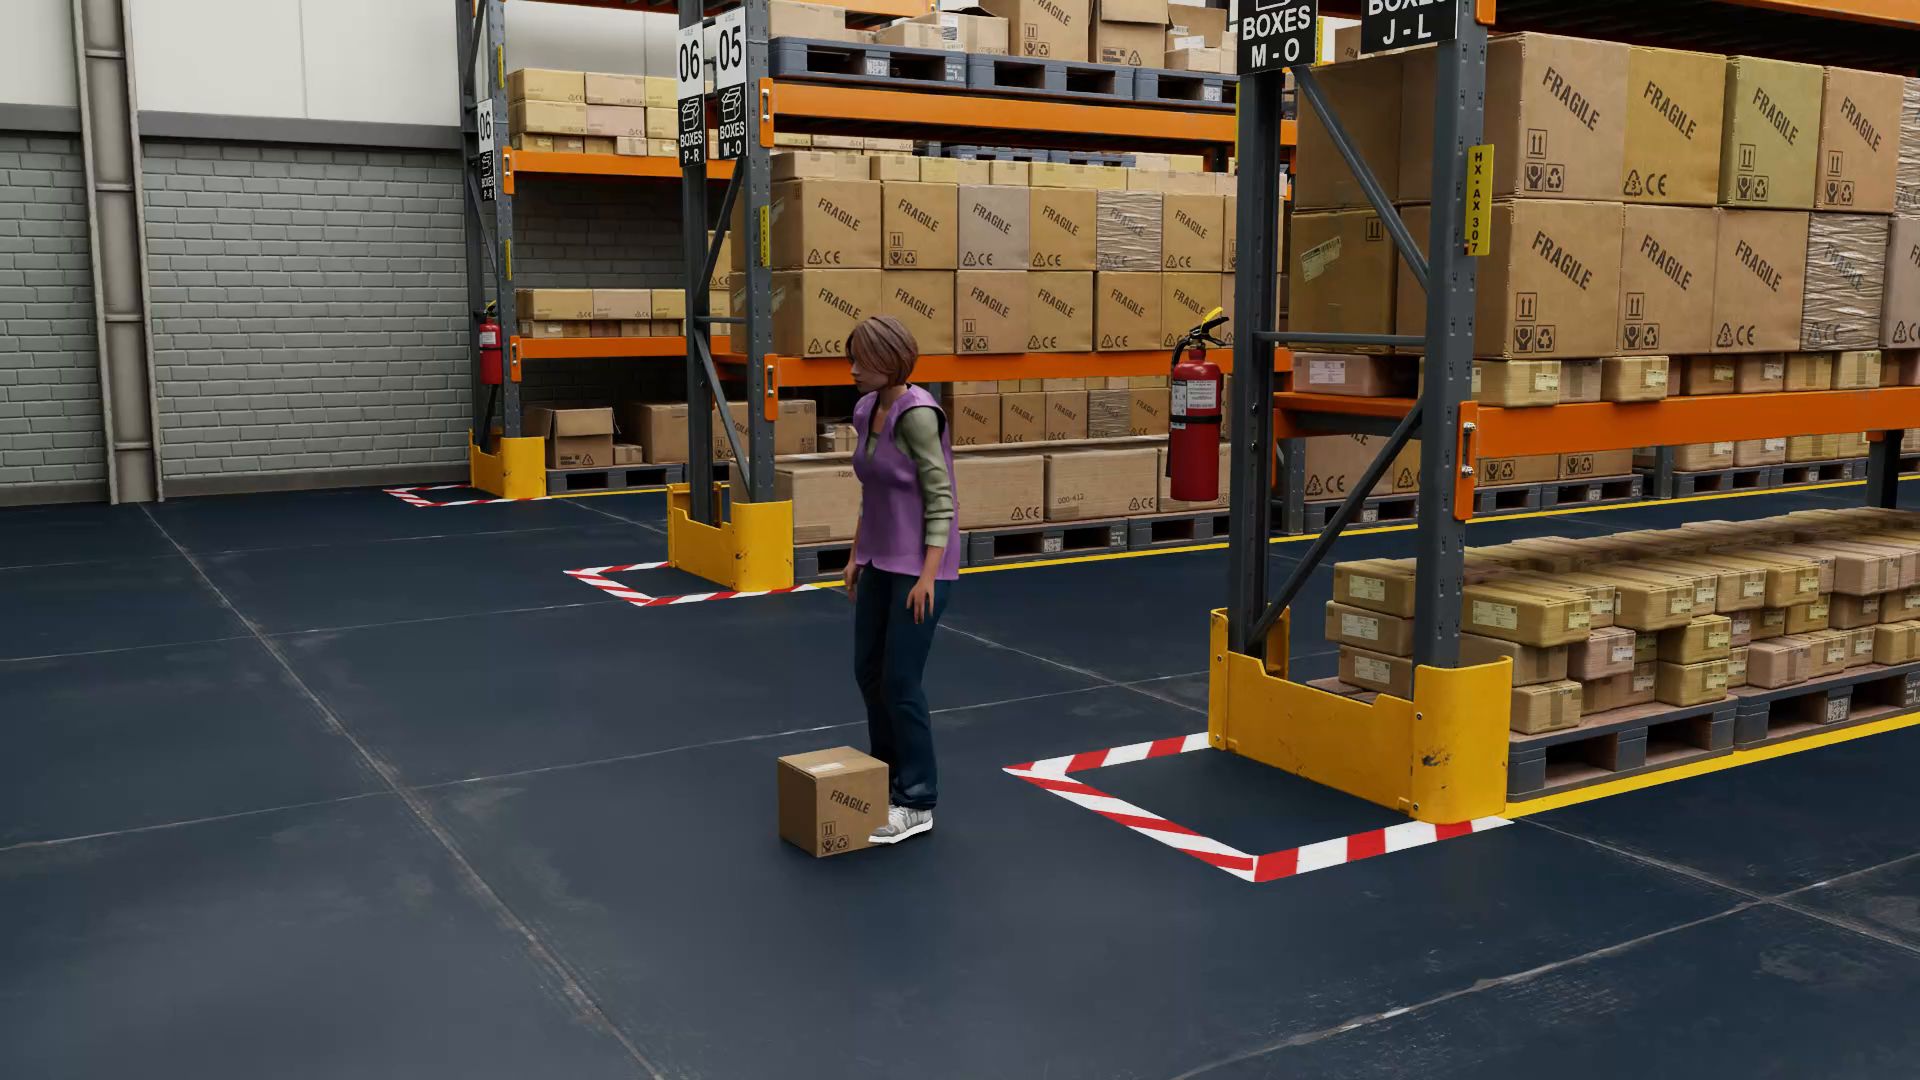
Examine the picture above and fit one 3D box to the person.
[{"bbox_3d":[-0.199,0.119,5.099,0.368,1.582,0.478,-5,10,-33],"label":"person"}]
